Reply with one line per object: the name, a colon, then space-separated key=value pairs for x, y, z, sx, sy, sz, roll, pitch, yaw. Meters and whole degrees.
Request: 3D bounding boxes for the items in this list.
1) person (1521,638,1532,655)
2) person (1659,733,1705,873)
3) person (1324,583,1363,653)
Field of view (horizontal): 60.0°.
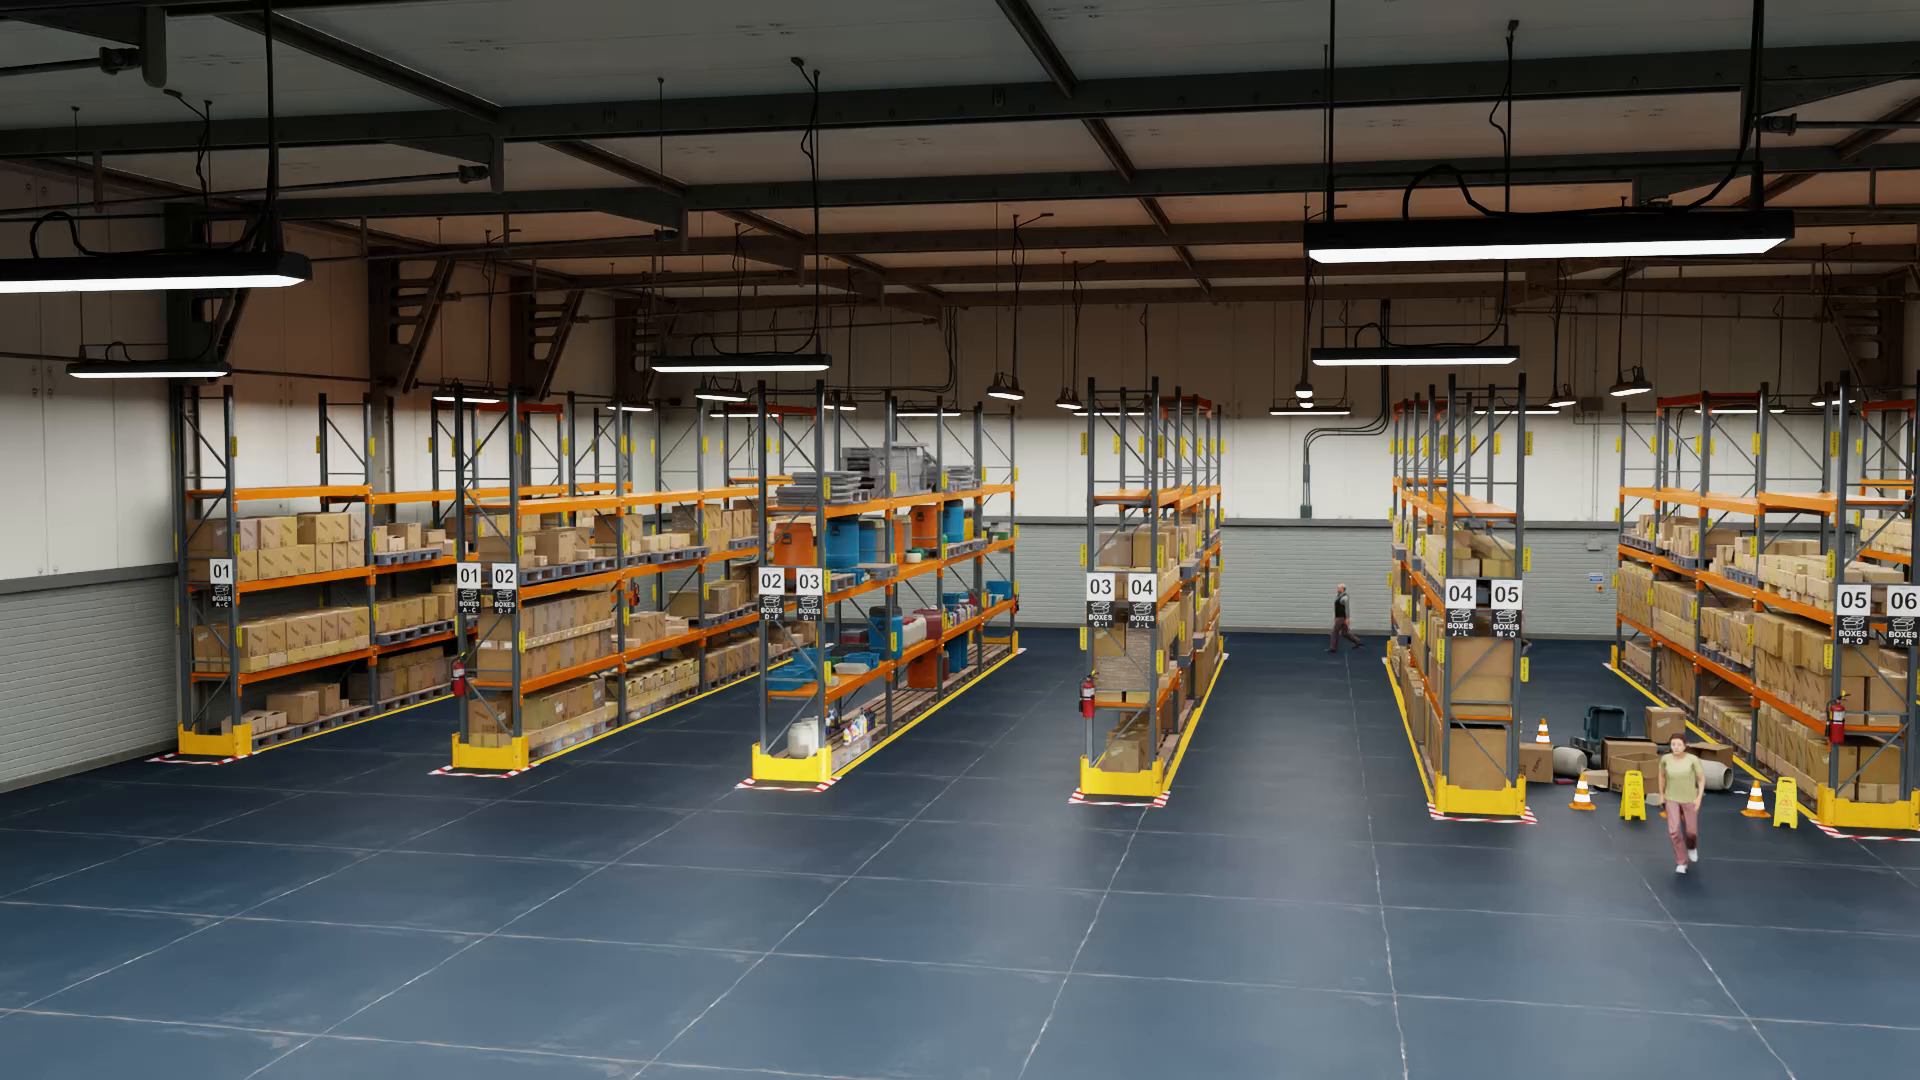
person: x=13.142 y=1.909 z=39.392 sx=0.836 sy=1.757 sz=0.594 roll=1 pitch=3 yaw=16
person: x=8.576 y=3.081 z=19.755 sx=0.508 sy=1.644 sz=0.647 roll=2 pitch=4 yaw=29
person: x=9.325 y=1.894 z=40.403 sx=0.964 sy=1.690 sz=0.536 roll=0 pitch=3 yaw=7
